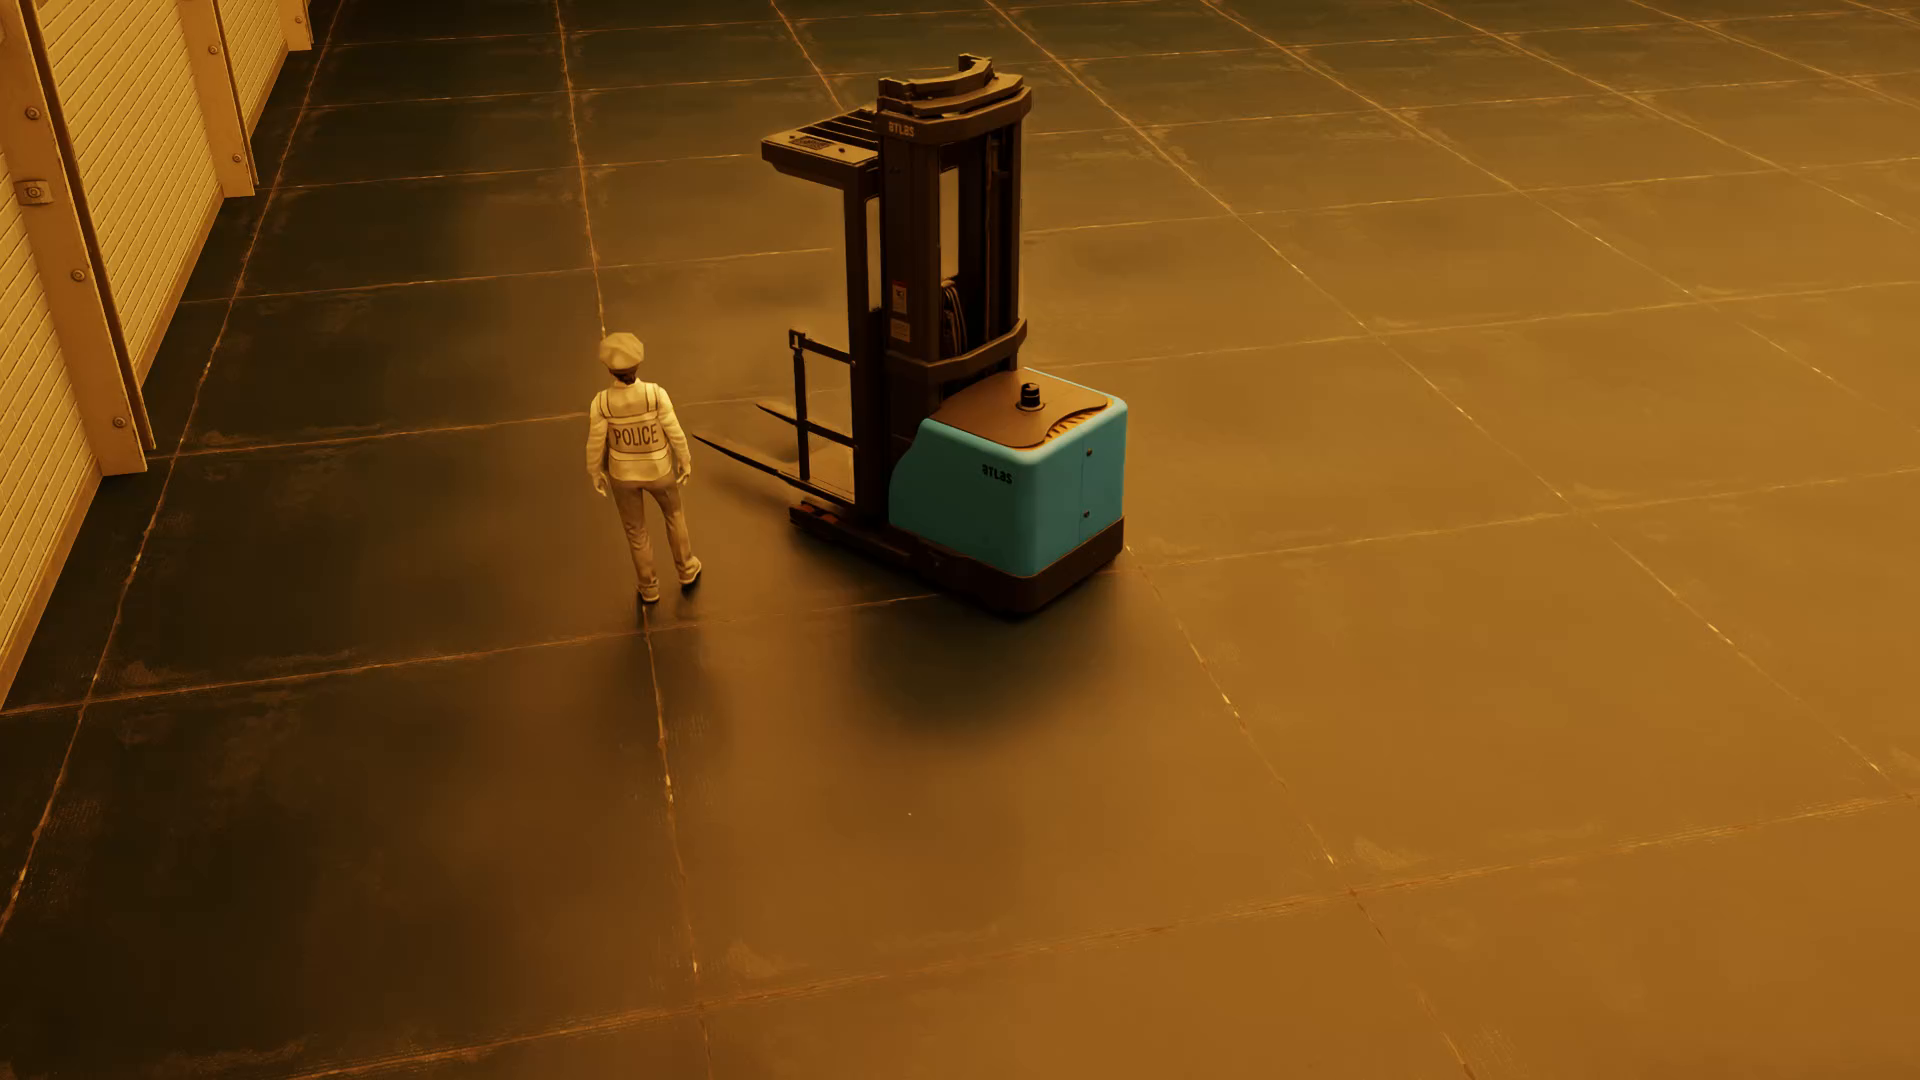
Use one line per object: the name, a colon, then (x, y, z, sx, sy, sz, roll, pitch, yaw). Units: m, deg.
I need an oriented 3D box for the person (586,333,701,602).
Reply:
person: (-1.832, -0.422, 9.528, 0.589, 1.696, 0.512, -5, 31, -9)

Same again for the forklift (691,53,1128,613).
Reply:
forklift: (-0.455, -1.448, 10.076, 3.031, 2.935, 1.130, 23, 37, 33)
